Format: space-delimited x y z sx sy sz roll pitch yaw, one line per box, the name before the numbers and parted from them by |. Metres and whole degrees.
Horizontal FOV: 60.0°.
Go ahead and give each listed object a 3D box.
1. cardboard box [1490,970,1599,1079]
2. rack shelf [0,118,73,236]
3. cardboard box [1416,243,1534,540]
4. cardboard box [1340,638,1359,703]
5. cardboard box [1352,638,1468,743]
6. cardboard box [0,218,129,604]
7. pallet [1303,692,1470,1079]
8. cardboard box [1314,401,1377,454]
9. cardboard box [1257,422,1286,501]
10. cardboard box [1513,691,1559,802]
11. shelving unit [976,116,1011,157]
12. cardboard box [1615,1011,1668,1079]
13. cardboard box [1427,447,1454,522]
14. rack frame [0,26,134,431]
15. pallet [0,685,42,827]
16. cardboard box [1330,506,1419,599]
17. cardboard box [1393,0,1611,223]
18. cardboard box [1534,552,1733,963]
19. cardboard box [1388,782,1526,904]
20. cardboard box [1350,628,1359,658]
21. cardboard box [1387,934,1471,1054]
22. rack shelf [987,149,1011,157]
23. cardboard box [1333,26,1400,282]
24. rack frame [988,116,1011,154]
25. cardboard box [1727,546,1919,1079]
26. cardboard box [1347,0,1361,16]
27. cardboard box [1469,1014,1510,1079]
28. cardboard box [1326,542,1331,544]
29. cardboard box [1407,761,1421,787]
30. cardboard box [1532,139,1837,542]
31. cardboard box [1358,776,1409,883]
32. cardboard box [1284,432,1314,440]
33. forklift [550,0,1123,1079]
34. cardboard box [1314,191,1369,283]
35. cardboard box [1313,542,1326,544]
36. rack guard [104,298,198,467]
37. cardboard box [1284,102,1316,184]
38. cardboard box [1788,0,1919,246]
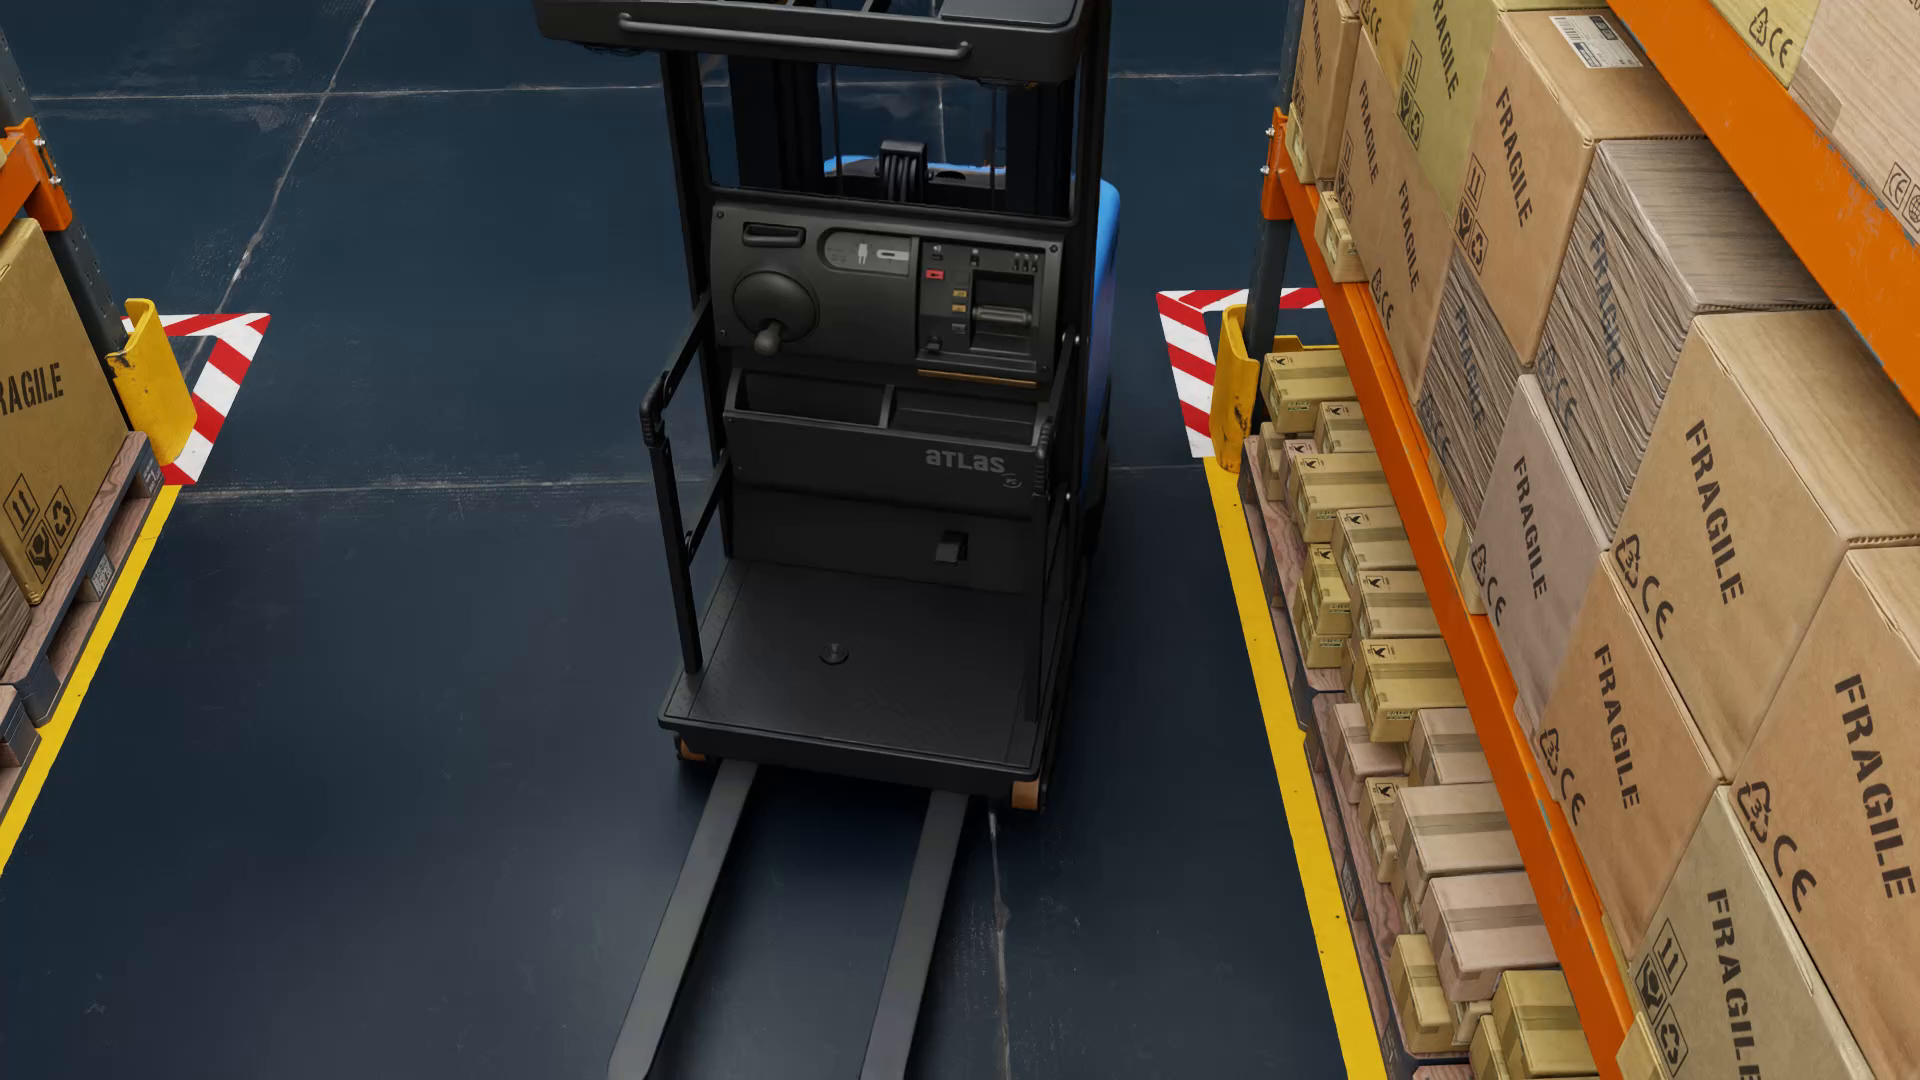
cardboard box | 1.409 1.100 3.689 0.380 0.149 0.250 0 43 0
rack shelf | -3.359 0.161 3.887 1.077 0.370 4.000 -2 43 -2
cardboard box | 1.343 -0.328 3.594 0.500 0.500 0.500 -3 43 -3
cardboard box | 1.336 0.418 4.873 0.380 0.149 0.250 -2 43 -2
cardboard box | 1.274 0.400 4.453 0.380 0.149 0.250 -1 43 -1
cardboard box | -3.337 -0.396 5.224 0.875 0.875 0.875 -2 43 -2
pallet | 1.567 0.922 4.588 1.003 0.211 1.213 -2 43 -2
cardboard box | 1.330 -0.305 5.222 0.380 0.149 0.250 -1 43 -1
cardboard box | 1.218 -0.269 5.623 0.380 0.149 0.250 -1 43 -1
cardboard box | 1.340 0.369 3.314 0.380 0.149 0.250 -3 43 -4
shelving unit | 0.176 -0.998 6.061 0.215 1.050 0.252 7 43 8
cardboard box | 1.320 0.908 2.726 0.380 0.149 0.250 -3 43 -3
cardboard box | 1.319 -0.156 3.886 0.380 0.149 0.250 0 43 0
rack frame | -3.444 -1.454 5.116 1.000 3.000 0.127 -2 43 -2
pallet | -3.283 0.933 4.576 1.003 0.211 1.213 -2 43 -2
cardboard box | 1.306 0.034 4.852 0.380 0.149 0.250 -4 43 -4
cardboard box | 1.297 -1.040 3.631 0.500 0.500 0.500 -3 43 -3
cardboard box | 1.362 0.357 2.847 0.500 0.500 0.500 -3 43 -3
cardboard box | 1.282 0.738 4.084 0.380 0.149 0.250 -3 43 -3
cardboard box | 1.344 0.321 4.759 0.380 0.149 0.250 -4 43 -4
cardboard box | 1.285 1.115 4.113 0.380 0.149 0.250 -2 43 -2
rack shelf | 0.176 -1.199 5.877 0.215 0.259 0.240 7 43 8
cardboard box | 1.307 -1.003 4.330 0.500 0.500 0.500 -2 43 -2
rack frame | 0.199 -1.079 6.150 0.200 1.050 0.008 7 43 8
cardboard box | 1.395 0.347 2.117 0.500 0.500 0.500 -3 43 -3
cardboard box | 1.270 -1.733 4.386 0.500 0.500 0.500 -2 43 -2
cardboard box | 1.389 1.220 3.778 0.380 0.149 0.250 -1 43 -1
cardboard box | 1.336 -0.031 5.143 0.380 0.149 0.250 -1 43 -1
cardboard box | 1.399 0.686 4.361 0.380 0.149 0.250 0 43 0
cardboard box | 1.361 -0.347 2.875 0.500 0.500 0.500 -1 43 -1
cardboard box | 1.297 0.775 4.484 0.380 0.149 0.250 -2 43 -2
cardboard box | 1.282 -0.381 5.524 0.380 0.149 0.250 0 43 0
forklift | -0.222 -0.611 4.247 1.130 2.935 3.031 7 43 8
cardboard box | 1.212 -0.854 4.647 0.380 0.149 0.250 -3 43 -3
cardboard box | 1.328 0.073 5.250 0.380 0.149 0.250 -1 43 -1
rack guard | -3.445 -0.549 5.979 1.175 0.500 0.348 -2 43 -2
cardboard box | 1.202 -1.208 5.033 0.380 0.149 0.250 -2 43 -2
cardboard box | 1.385 -0.539 2.010 0.500 0.250 0.500 -2 43 -2
